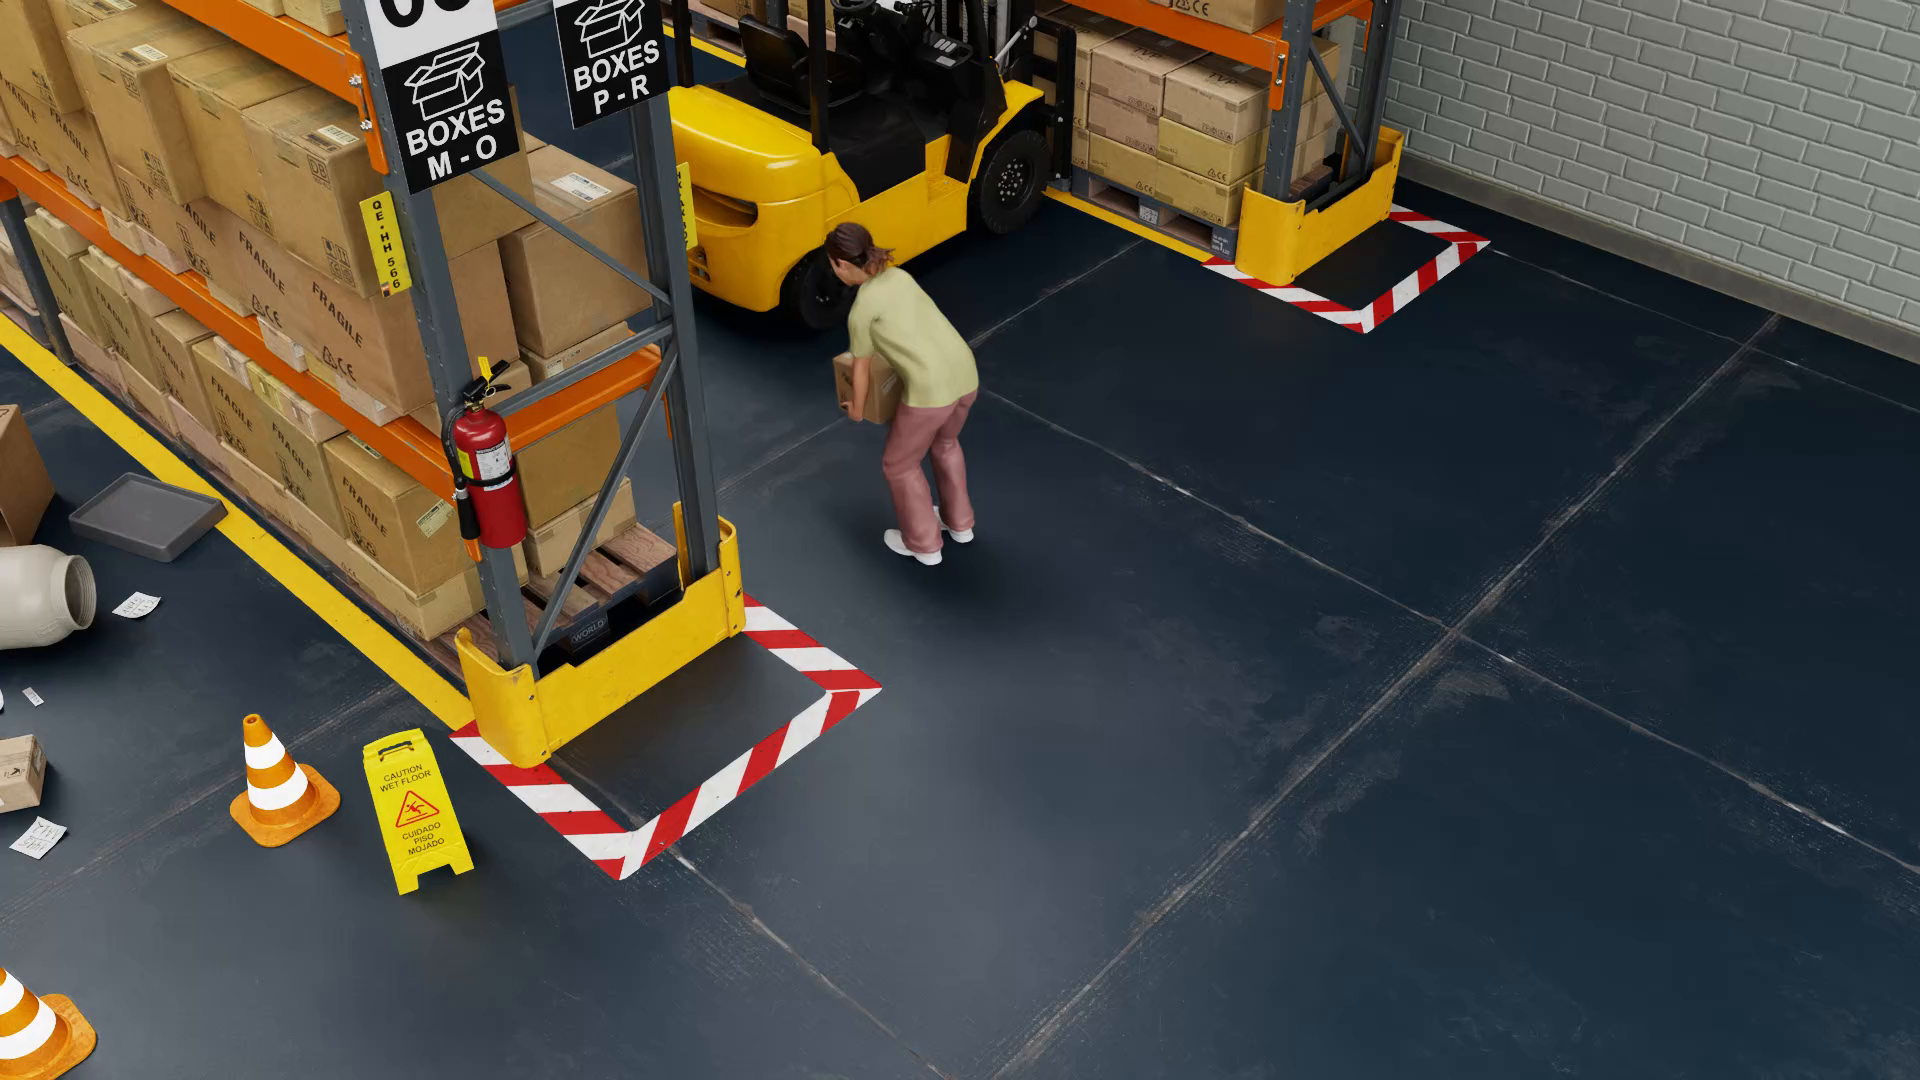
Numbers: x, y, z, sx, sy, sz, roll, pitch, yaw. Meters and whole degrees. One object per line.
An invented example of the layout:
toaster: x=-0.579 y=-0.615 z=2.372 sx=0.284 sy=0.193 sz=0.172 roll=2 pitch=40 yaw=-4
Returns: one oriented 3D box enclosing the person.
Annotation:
person: x=-0.260 y=-0.626 z=7.101 sx=0.731 sy=1.445 sz=0.408 roll=29 pitch=48 yaw=31
